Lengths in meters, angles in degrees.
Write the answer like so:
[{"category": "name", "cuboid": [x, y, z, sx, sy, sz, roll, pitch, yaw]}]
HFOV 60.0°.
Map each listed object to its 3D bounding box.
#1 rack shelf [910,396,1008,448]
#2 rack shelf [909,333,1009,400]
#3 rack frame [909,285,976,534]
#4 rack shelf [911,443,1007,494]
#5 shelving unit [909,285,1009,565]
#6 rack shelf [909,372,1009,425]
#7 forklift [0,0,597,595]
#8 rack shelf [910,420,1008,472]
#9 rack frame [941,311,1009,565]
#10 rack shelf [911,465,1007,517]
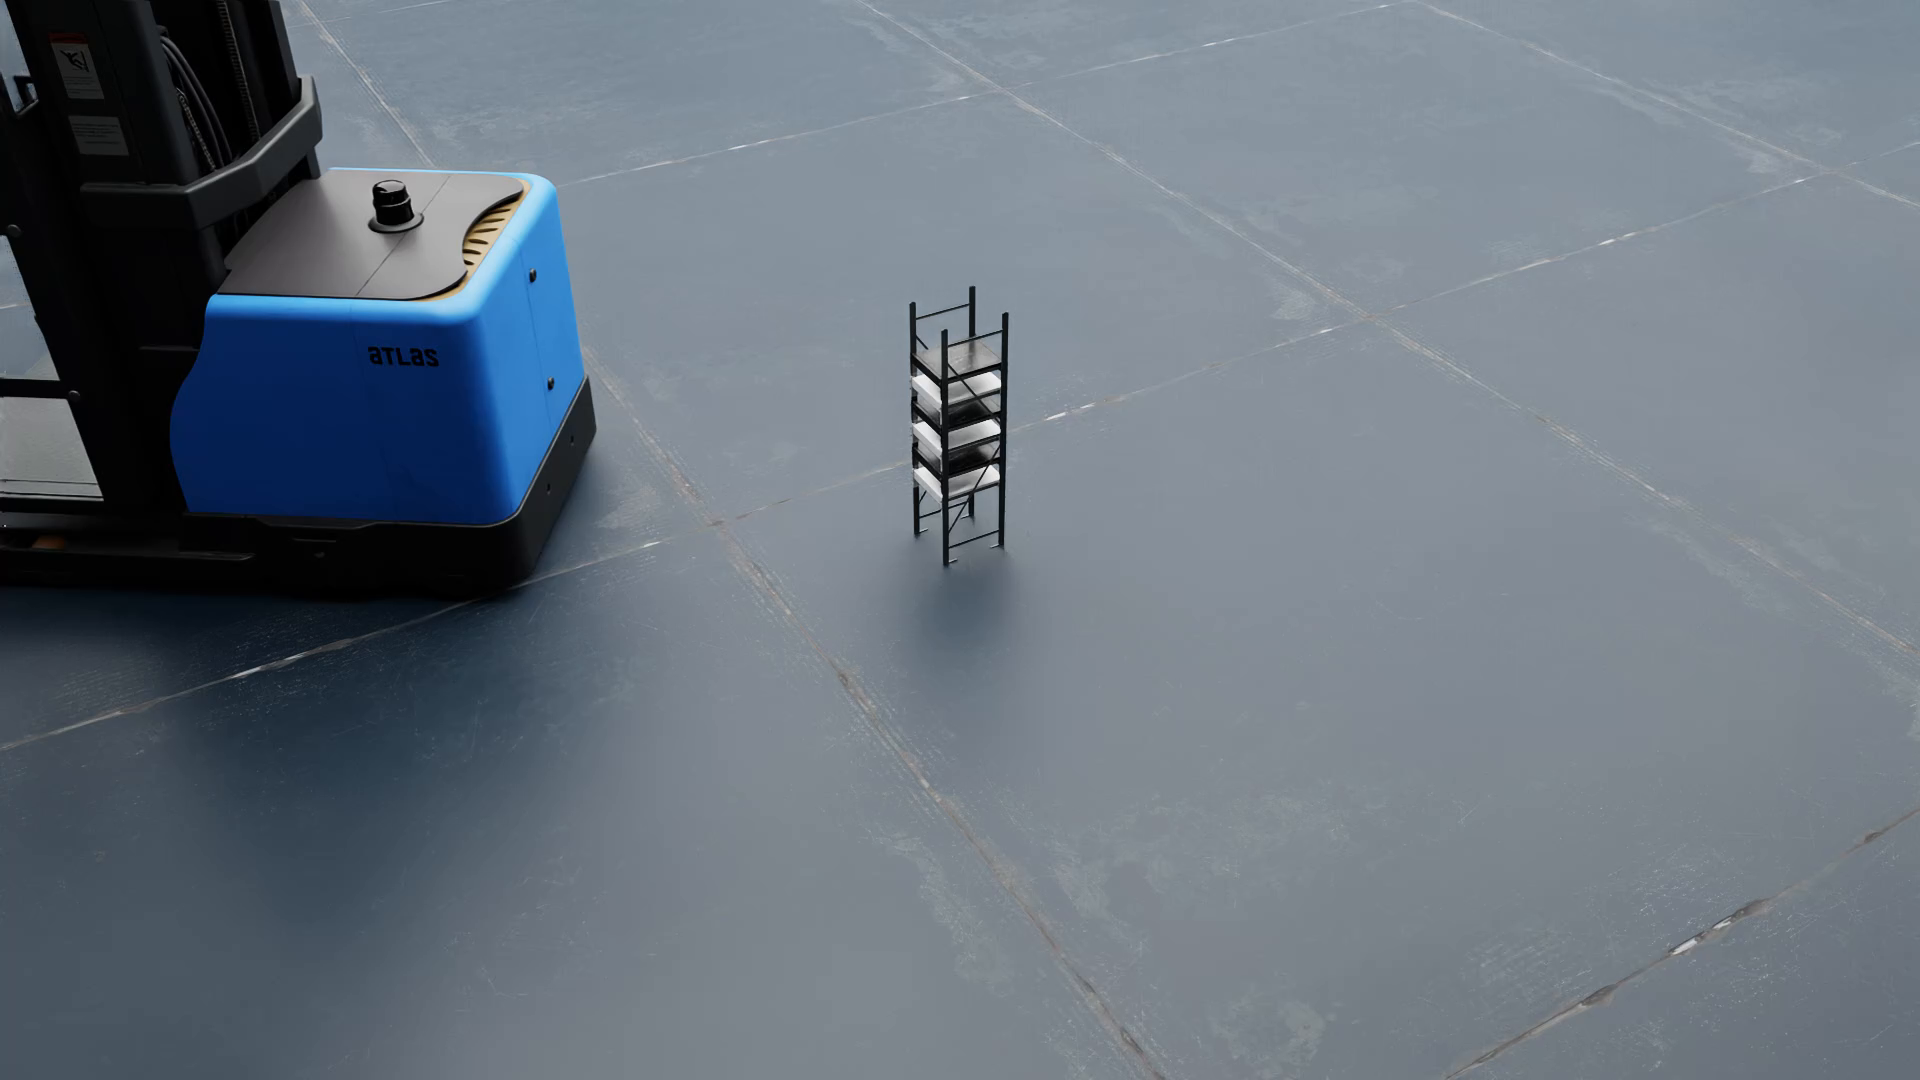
[{"category": "rack shelf", "cuboid": [-0.004, -0.413, 5.457, 0.258, 0.077, 0.200, -19, 40, -24]}, {"category": "rack shelf", "cuboid": [-0.004, -0.559, 5.351, 0.258, 0.077, 0.200, -19, 40, -24]}, {"category": "rack frame", "cuboid": [-0.055, -0.419, 5.561, 0.240, 0.900, 0.006, -19, 40, -24]}, {"category": "rack shelf", "cuboid": [-0.004, -0.268, 5.563, 0.258, 0.077, 0.200, -19, 40, -24]}, {"category": "shelving unit", "cuboid": [-0.004, -0.368, 5.490, 0.258, 0.900, 0.210, -19, 40, -24]}, {"category": "rack shelf", "cuboid": [-0.004, -0.486, 5.404, 0.258, 0.077, 0.200, -19, 40, -24]}, {"category": "forklift", "cuboid": [-2.893, -1.344, 5.105, 3.031, 2.935, 1.130, 3, 36, 3]}, {"category": "rack shelf", "cuboid": [-0.004, -0.341, 5.510, 0.258, 0.077, 0.200, -19, 40, -24]}, {"category": "rack frame", "cuboid": [0.047, -0.316, 5.419, 0.240, 0.900, 0.006, -19, 40, -24]}, {"category": "rack shelf", "cuboid": [-0.004, -0.195, 5.616, 0.258, 0.077, 0.200, -19, 40, -24]}]
